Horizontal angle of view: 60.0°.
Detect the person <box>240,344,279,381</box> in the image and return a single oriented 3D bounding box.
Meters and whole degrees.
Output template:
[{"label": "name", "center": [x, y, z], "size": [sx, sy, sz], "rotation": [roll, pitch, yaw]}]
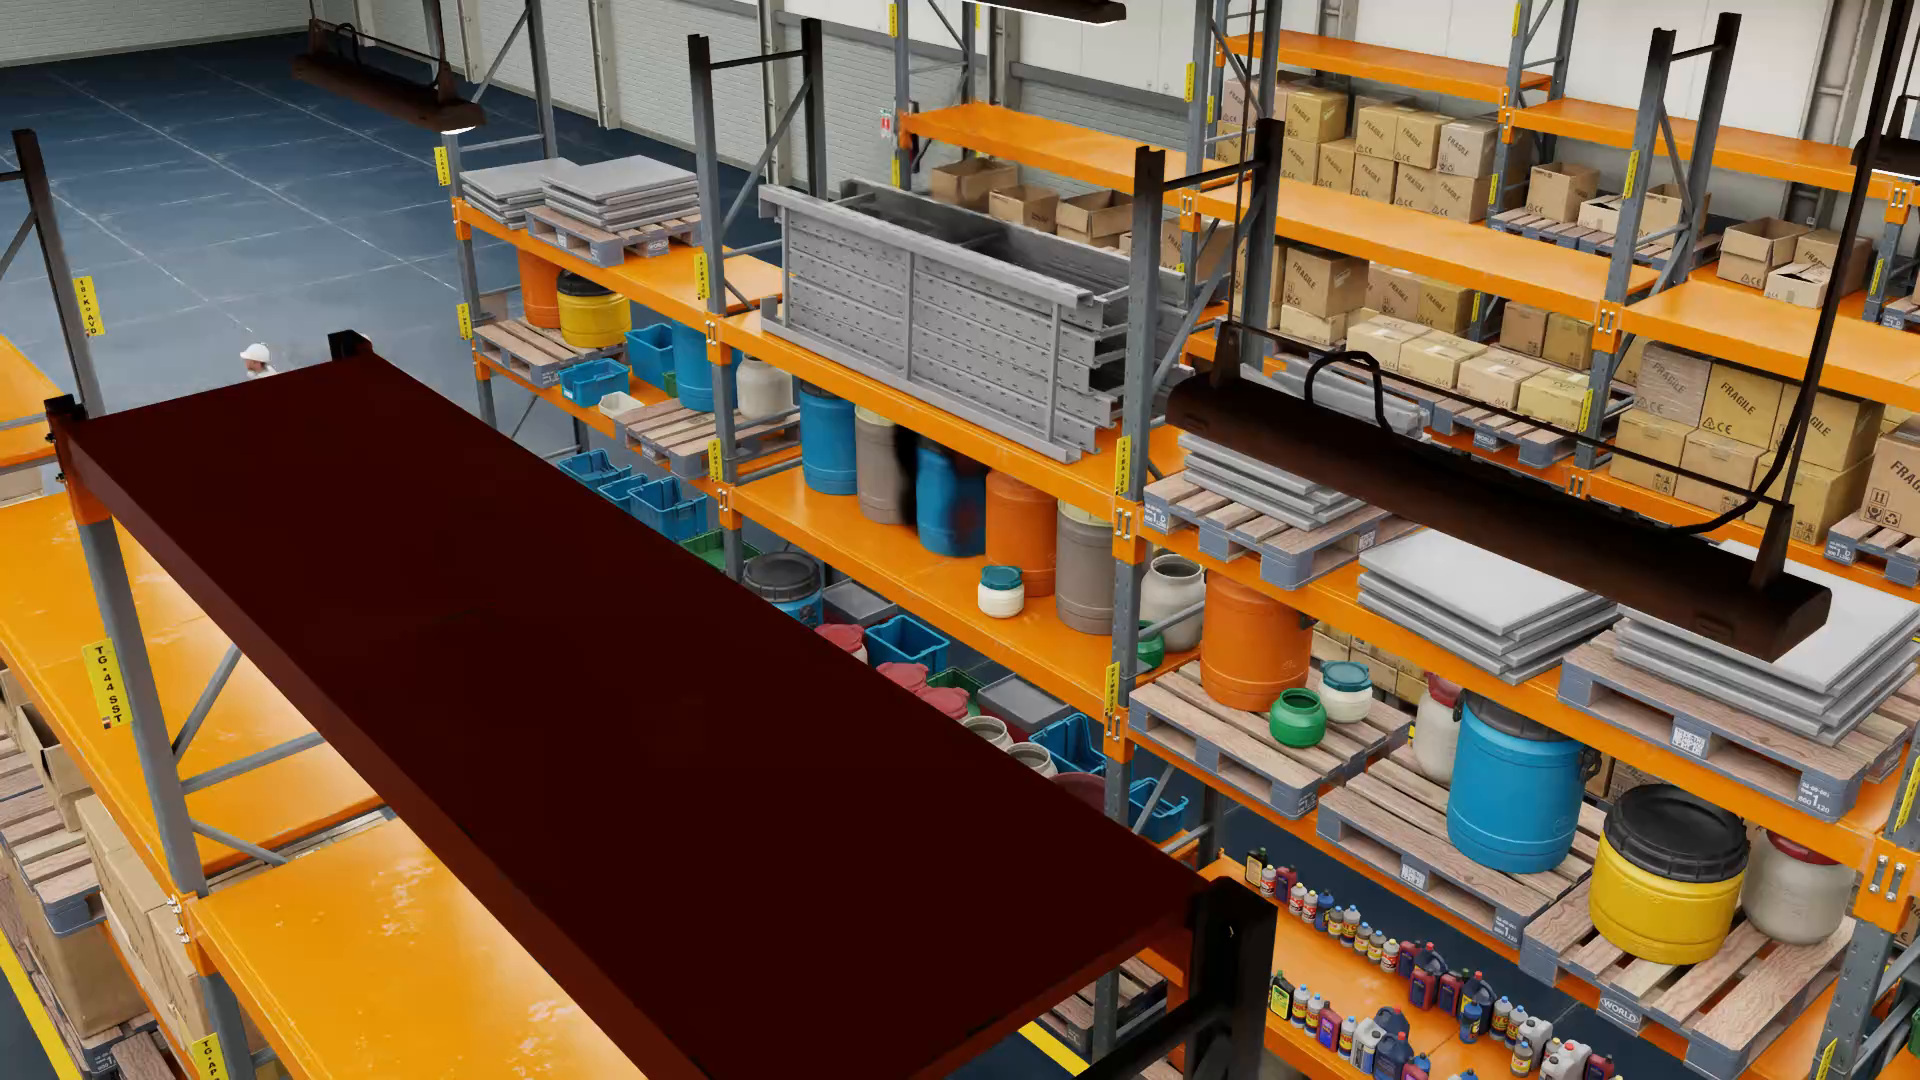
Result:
[{"label": "person", "center": [-7.545, -1.295, 18.117], "size": [0.969, 1.758, 0.656], "rotation": [-10, 29, -19]}]
